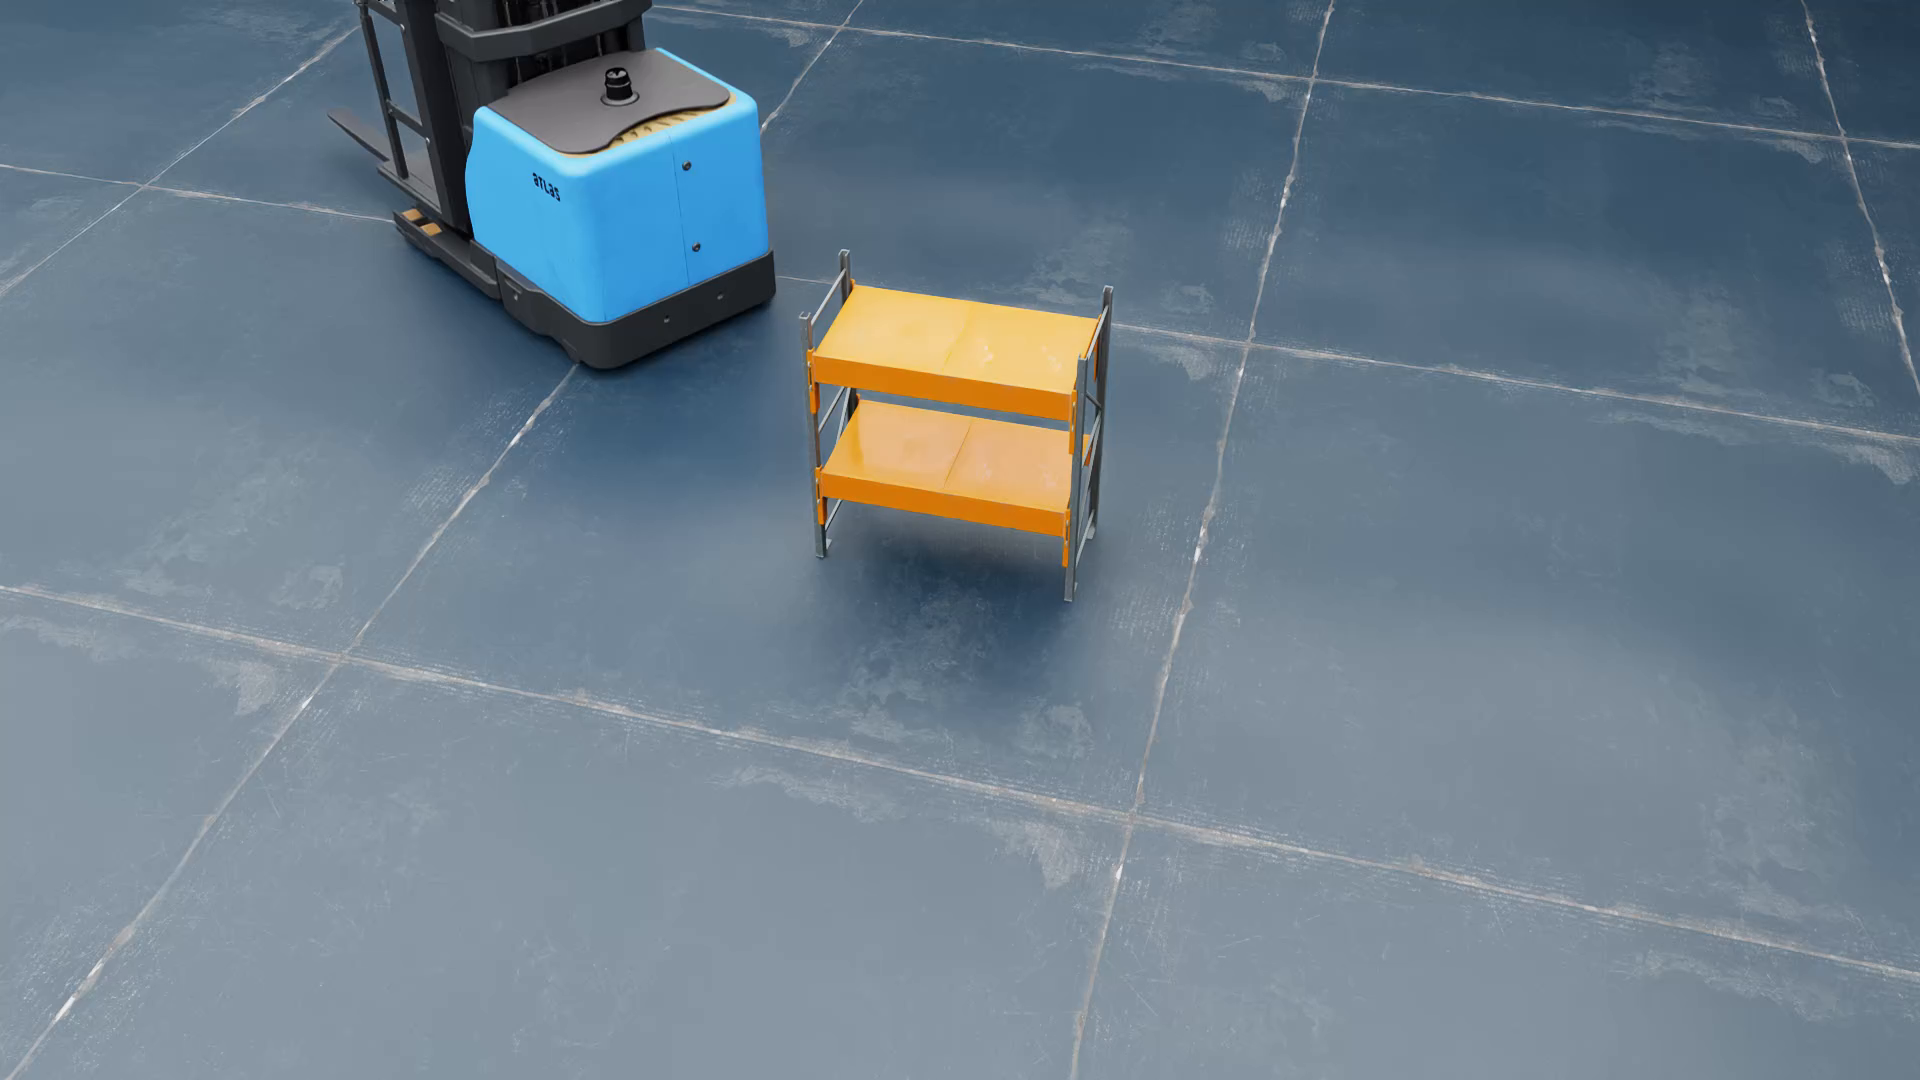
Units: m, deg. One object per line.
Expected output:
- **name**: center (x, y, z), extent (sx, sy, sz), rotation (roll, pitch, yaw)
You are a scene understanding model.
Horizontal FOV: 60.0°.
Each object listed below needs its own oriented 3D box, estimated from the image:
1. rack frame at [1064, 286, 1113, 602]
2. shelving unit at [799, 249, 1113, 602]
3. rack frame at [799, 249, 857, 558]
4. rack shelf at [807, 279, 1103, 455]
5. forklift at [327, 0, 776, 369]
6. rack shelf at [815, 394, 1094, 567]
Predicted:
- **rack frame**: center (0.485, -0.347, 6.289), extent (0.032, 1.125, 0.500), rotation (10, 41, 11)
- **shelving unit**: center (-0.007, -0.432, 6.390), extent (1.048, 1.125, 0.538), rotation (10, 41, 11)
- **rack frame**: center (-0.498, -0.516, 6.490), extent (0.032, 1.125, 0.500), rotation (10, 41, 11)
- **rack shelf**: center (-0.007, -0.656, 6.201), extent (1.000, 0.278, 0.538), rotation (10, 41, 11)
- **forklift**: center (-2.256, -2.763, 7.761), extent (1.130, 2.935, 3.031), rotation (-30, 49, -31)
- **rack shelf**: center (-0.007, -0.245, 6.547), extent (1.000, 0.278, 0.538), rotation (10, 41, 11)
